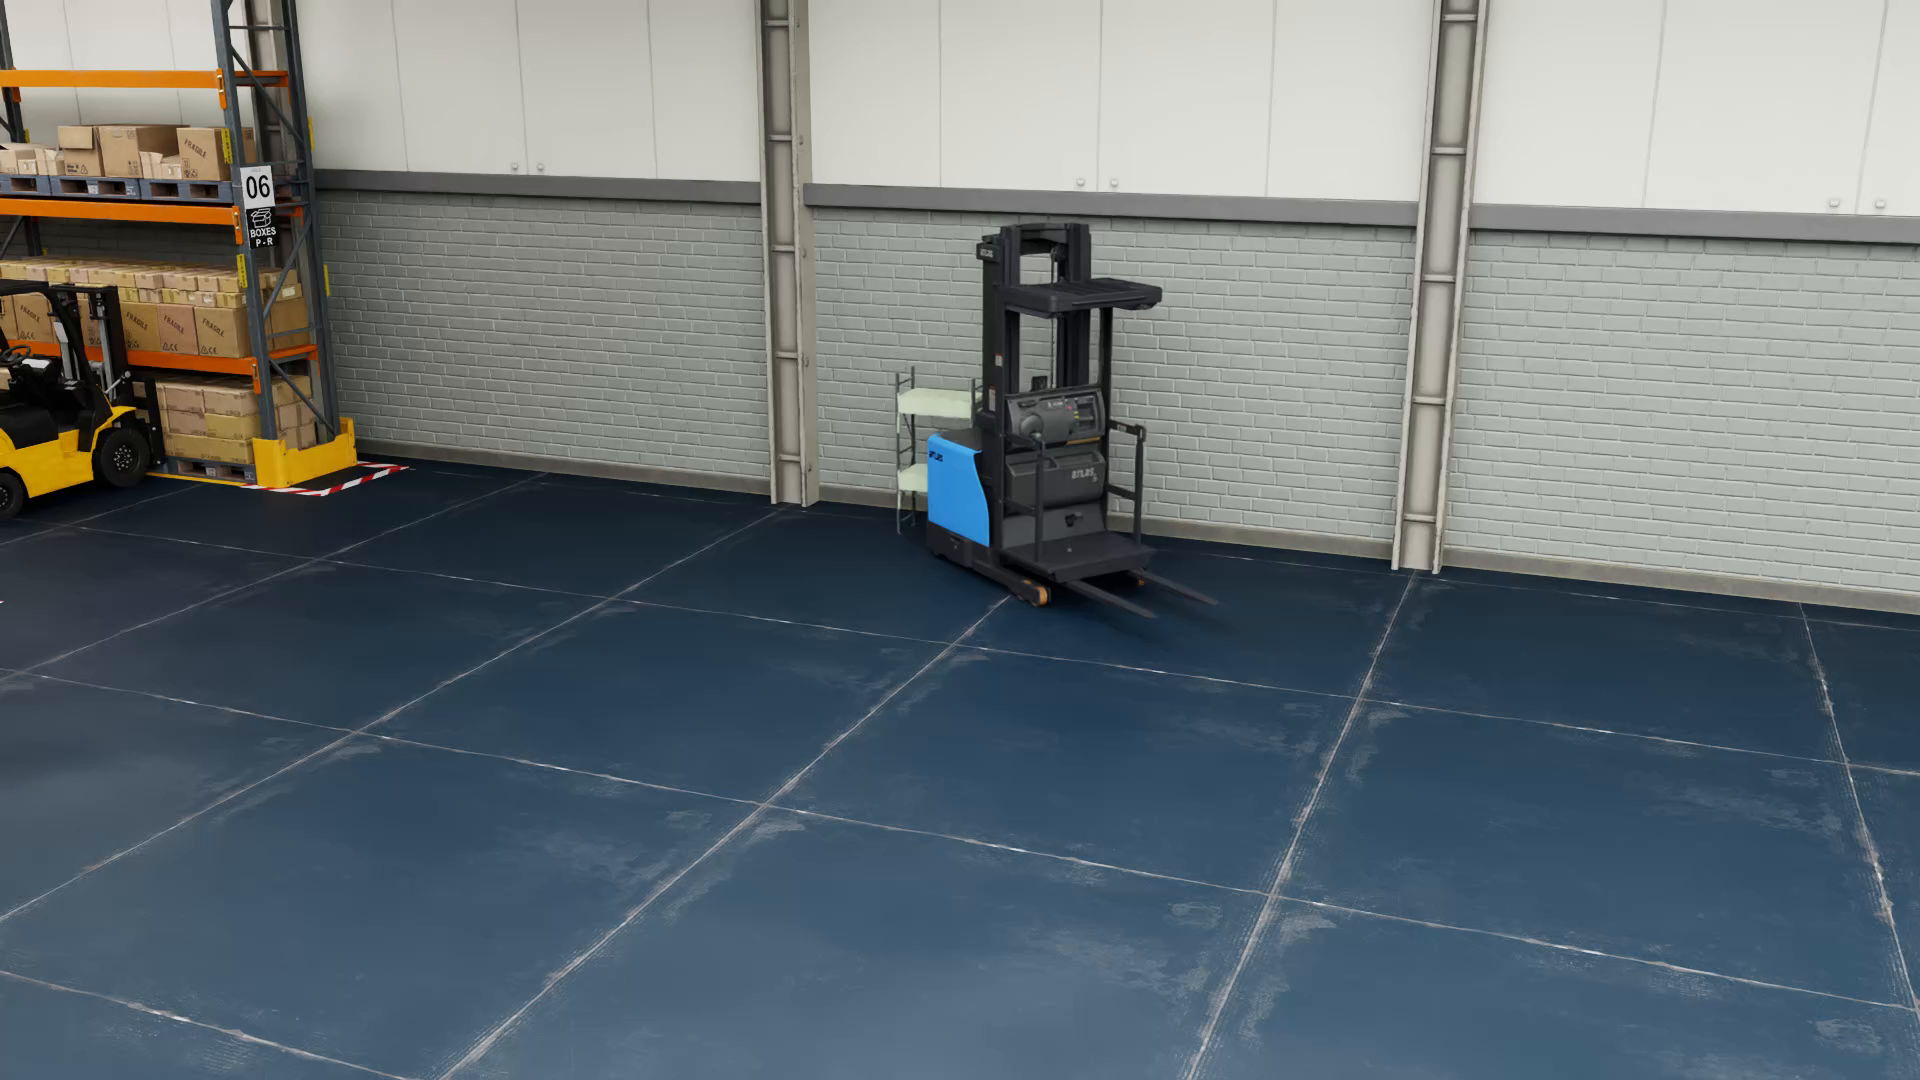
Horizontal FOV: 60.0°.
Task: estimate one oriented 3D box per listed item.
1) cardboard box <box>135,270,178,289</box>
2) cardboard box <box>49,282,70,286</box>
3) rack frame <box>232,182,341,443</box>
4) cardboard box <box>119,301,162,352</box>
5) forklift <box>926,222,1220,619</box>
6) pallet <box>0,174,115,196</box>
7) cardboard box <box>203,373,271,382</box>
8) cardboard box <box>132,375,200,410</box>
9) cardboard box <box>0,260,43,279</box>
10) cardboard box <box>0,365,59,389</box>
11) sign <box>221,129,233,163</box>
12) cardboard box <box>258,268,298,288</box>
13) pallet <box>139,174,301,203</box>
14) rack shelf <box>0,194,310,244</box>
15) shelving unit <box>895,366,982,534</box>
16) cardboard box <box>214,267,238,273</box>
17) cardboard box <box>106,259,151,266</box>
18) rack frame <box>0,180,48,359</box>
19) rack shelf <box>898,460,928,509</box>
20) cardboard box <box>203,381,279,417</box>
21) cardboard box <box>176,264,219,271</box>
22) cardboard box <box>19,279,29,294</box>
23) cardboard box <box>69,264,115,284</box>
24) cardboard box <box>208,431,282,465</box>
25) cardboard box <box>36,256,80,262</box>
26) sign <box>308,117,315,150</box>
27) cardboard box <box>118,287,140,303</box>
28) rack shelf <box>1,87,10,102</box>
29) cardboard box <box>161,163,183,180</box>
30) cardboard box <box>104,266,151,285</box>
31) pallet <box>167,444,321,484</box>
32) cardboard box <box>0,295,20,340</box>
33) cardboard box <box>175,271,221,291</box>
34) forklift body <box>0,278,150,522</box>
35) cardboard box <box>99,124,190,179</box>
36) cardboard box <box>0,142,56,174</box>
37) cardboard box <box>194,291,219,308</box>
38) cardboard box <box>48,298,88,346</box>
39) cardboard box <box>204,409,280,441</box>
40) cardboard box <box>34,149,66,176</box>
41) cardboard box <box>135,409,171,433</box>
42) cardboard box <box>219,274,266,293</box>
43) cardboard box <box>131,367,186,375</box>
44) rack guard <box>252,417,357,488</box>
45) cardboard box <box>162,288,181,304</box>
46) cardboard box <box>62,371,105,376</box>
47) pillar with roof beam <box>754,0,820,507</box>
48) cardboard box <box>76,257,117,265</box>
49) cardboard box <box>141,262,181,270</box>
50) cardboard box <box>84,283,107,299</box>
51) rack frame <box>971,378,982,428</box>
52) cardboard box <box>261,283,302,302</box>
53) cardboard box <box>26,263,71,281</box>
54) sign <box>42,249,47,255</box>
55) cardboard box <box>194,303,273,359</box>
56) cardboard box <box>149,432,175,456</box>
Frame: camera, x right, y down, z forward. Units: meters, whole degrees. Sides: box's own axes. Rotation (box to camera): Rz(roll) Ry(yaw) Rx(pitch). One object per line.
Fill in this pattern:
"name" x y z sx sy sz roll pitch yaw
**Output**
"cardboard box" -8.287 -2.697 17.208 0.250 0.149 0.380 7 18 22
"cardboard box" -9.476 -2.684 17.696 0.250 0.149 0.380 6 17 20
"rack frame" -6.895 -2.133 17.142 0.127 3.000 1.000 6 17 21
"cardboard box" -8.405 -2.271 17.438 0.500 0.500 0.500 6 17 20
"forklift" 0.905 -1.020 13.430 1.130 2.935 3.031 -10 19 -30
"pallet" -9.813 -3.860 17.868 1.213 0.211 1.003 6 17 21
"cardboard box" -7.739 -1.643 17.839 0.500 0.250 0.500 6 17 21
"cardboard box" -8.388 -1.561 17.555 0.500 0.250 0.500 7 17 21
"cardboard box" -10.146 -2.937 18.032 0.250 0.149 0.380 7 17 21
"cardboard box" -10.281 -1.773 18.286 0.500 0.250 0.500 6 17 20
"sign" -7.107 -3.822 16.131 0.005 0.325 0.100 6 17 21
"cardboard box" -7.129 -2.725 17.305 0.250 0.149 0.380 6 17 20
"pallet" -7.543 -3.610 17.008 1.213 0.211 1.003 6 17 21
"rack shelf" -8.756 -3.433 17.529 4.000 0.370 1.077 6 17 21
"shelving unit" -0.159 -0.793 15.214 0.755 1.500 0.431 6 17 20
"cardboard box" -7.611 -2.784 17.508 0.250 0.149 0.380 7 17 22
"cardboard box" -9.029 -2.951 18.083 0.250 0.149 0.380 6 17 20
"rack frame" -10.616 -2.543 18.551 0.127 3.000 1.000 6 17 21
"rack shelf" -0.159 -0.479 15.304 0.720 0.370 0.431 6 17 20
"cardboard box" -7.438 -1.461 17.211 0.500 0.250 0.500 7 18 22
"cardboard box" -8.090 -2.834 17.679 0.250 0.149 0.380 7 18 22
"cardboard box" -9.922 -2.756 17.943 0.250 0.149 0.380 6 17 21
"cardboard box" -9.201 -2.824 17.645 0.250 0.149 0.380 6 17 20
"cardboard box" -7.448 -0.981 17.350 0.500 0.250 0.500 6 17 21
"cardboard box" -9.990 -3.054 18.438 0.250 0.149 0.380 6 17 19
"sign" -6.686 -4.175 17.085 0.005 0.325 0.100 6 17 21
"cardboard box" -8.523 -2.581 17.340 0.250 0.149 0.380 6 17 21
"rack shelf" -12.477 -5.091 18.576 4.000 0.370 1.077 6 17 21
"cardboard box" -7.777 -3.709 16.707 0.250 0.149 0.380 6 17 19
"cardboard box" -8.735 -2.773 17.469 0.250 0.149 0.380 7 17 21
"pallet" -7.622 -0.862 17.763 1.213 0.211 1.003 6 17 21
"cardboard box" -10.299 -2.477 18.148 0.500 0.500 0.500 6 17 19
"cardboard box" -7.800 -2.655 17.061 0.250 0.149 0.380 7 17 22
"forklift body" -9.329 -1.447 16.299 1.214 2.155 2.313 6 17 21
"cardboard box" -8.313 -3.984 17.026 0.500 0.500 0.700 6 17 21
"cardboard box" -9.932 -4.042 17.562 0.500 0.311 0.500 7 17 22
"cardboard box" -7.569 -2.474 16.973 0.250 0.149 0.380 7 17 22
"cardboard box" -9.337 -2.377 17.802 0.500 0.500 0.500 6 17 20
"cardboard box" -7.463 -1.223 17.289 0.500 0.250 0.500 6 17 20
"cardboard box" -9.347 -3.938 17.285 0.258 0.266 0.396 6 17 19
"cardboard box" -8.413 -1.325 17.639 0.500 0.250 0.500 6 17 19
"cardboard box" -7.306 -2.618 16.934 0.250 0.149 0.380 6 17 21
"cardboard box" -8.674 -1.751 18.211 0.500 0.250 0.500 6 17 20
"rack guard" -6.873 -0.930 17.482 0.348 0.500 1.175 6 17 21
"cardboard box" -8.015 -2.545 17.217 0.250 0.149 0.380 6 17 20
"cardboard box" -9.342 -1.670 17.932 0.500 0.250 0.500 7 18 23
"pillar with roof beam" -3.210 -3.589 11.396 0.400 9.000 9.100 6 17 21
"cardboard box" -9.483 -3.021 18.324 0.250 0.149 0.380 6 17 20
"cardboard box" -8.558 -2.891 17.876 0.250 0.149 0.380 6 17 21
"cardboard box" -8.985 -2.638 17.537 0.250 0.149 0.380 6 17 19
"rack frame" 0.183 -0.756 15.088 0.023 1.500 0.400 6 17 20
"cardboard box" -7.116 -2.595 17.389 0.250 0.149 0.380 6 17 19
"cardboard box" -9.710 -2.855 17.752 0.250 0.149 0.380 7 17 22
"sign" -10.414 -3.140 18.916 0.005 0.325 0.100 6 17 21
"cardboard box" -7.449 -2.164 17.067 0.500 0.500 0.500 6 17 19
"cardboard box" -8.369 -1.088 17.718 0.500 0.250 0.500 6 17 21
